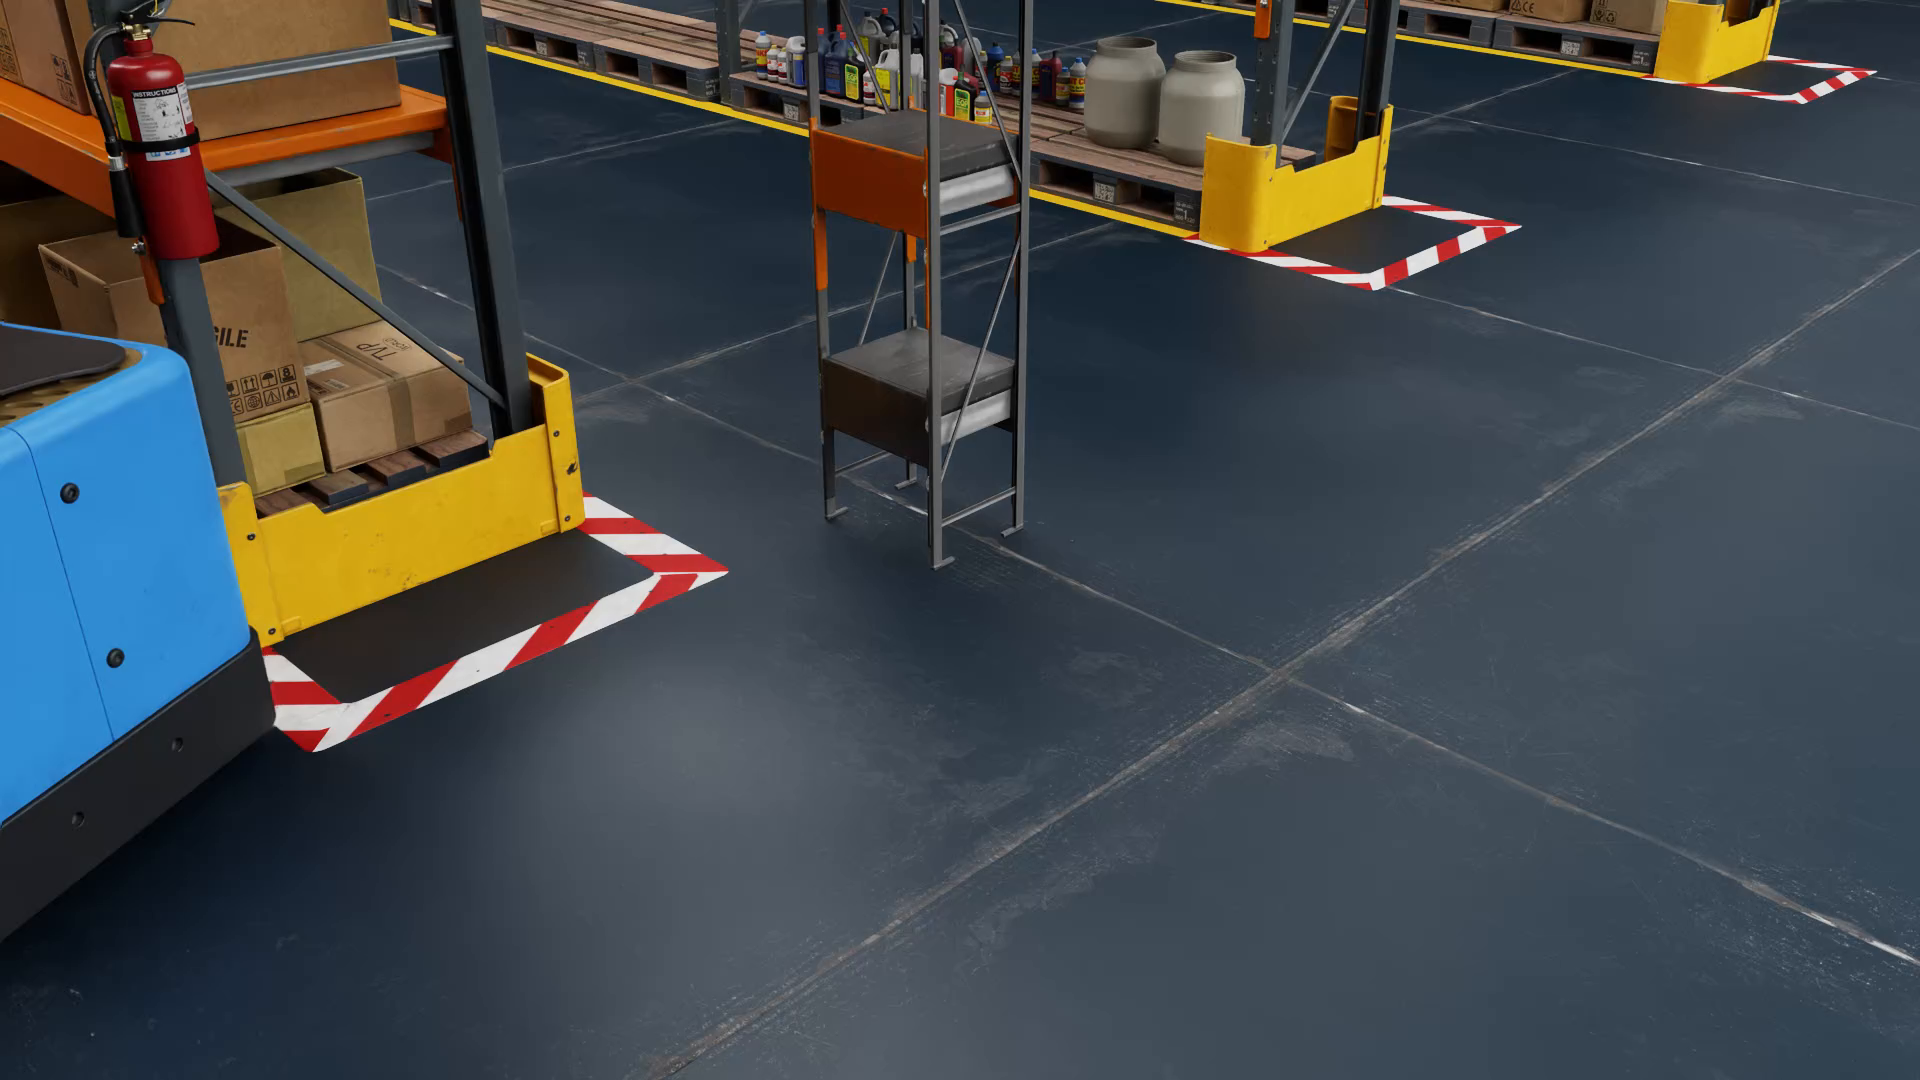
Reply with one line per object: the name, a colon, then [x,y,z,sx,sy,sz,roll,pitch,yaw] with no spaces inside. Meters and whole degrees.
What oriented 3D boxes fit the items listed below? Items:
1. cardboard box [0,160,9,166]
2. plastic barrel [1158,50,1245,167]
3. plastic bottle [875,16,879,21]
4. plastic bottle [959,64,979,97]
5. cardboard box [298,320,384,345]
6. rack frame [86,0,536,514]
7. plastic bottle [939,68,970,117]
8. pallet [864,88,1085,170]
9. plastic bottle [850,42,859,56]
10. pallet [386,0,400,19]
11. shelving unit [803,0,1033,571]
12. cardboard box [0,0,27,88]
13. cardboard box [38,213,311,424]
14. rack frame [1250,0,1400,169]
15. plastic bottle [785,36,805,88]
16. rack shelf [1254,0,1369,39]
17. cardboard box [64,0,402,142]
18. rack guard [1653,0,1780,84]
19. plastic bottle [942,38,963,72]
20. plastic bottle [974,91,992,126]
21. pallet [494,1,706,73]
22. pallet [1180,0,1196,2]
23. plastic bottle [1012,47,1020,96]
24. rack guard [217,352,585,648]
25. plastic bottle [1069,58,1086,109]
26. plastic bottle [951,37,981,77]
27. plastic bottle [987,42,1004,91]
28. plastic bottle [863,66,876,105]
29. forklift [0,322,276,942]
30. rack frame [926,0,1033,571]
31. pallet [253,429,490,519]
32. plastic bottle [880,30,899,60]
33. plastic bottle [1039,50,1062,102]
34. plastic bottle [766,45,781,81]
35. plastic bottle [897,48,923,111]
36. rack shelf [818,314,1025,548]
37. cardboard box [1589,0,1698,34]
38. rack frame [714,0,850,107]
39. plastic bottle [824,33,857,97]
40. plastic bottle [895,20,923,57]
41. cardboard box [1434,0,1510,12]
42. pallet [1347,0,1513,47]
cardboard box: [-3.403,-1.124,5.862,0.500,0.500,0.500,25,36,38]
plastic barrel: [1.219,-2.179,8.392,0.421,0.512,0.421,0,28,0]
plastic bottle: [-0.536,-3.155,10.472,0.061,0.283,0.133,-23,36,-37]
plastic bottle: [0.039,-2.477,9.185,0.133,0.283,0.061,25,36,38]
cardboard box: [-2.319,-0.641,5.750,0.500,0.250,0.500,25,36,38]
rack frame: [-1.733,-1.262,4.427,0.127,3.000,1.000,25,36,38]
plastic bottle: [-0.035,-2.439,9.119,0.135,0.276,0.152,25,37,39]
pallet: [0.214,-2.344,9.481,1.213,0.211,1.003,25,36,38]
plastic bottle: [-0.637,-2.788,9.789,0.097,0.271,0.097,0,28,0]
pallet: [-4.554,-4.524,13.627,1.213,0.211,1.003,25,36,38]
shelving unit: [-0.118,-0.983,4.864,0.503,2.100,0.431,25,36,38]
cardboard box: [-2.785,-1.796,5.336,0.500,0.500,0.700,25,37,39]
cardboard box: [-2.324,-0.639,4.939,0.500,0.500,0.500,25,36,38]
rack frame: [1.742,-2.904,7.551,0.127,3.000,1.000,25,36,38]
plastic bottle: [-0.940,-2.853,9.906,0.152,0.276,0.135,-24,36,-37]
rack shelf: [0.316,-3.239,8.959,4.000,0.370,1.077,25,36,38]
cardboard box: [-2.057,-1.463,4.701,0.500,0.500,0.700,25,36,38]
rack guard: [5.161,-3.467,11.305,0.348,0.500,1.175,25,36,38]
plastic bottle: [-0.043,-2.830,9.854,0.133,0.283,0.061,25,36,38]
plastic bottle: [0.125,-2.314,8.962,0.097,0.201,0.097,0,28,0]
pallet: [-2.571,-3.617,11.902,1.213,0.211,1.003,25,36,38]
pallet: [1.806,-4.873,14.290,1.213,0.211,1.003,25,36,38]
plastic bottle: [0.352,-2.731,9.680,0.097,0.271,0.097,0,28,0]
rack guard: [-1.716,-0.148,4.993,0.348,0.500,1.175,25,36,38]
plastic bottle: [0.668,-2.587,9.405,0.097,0.271,0.097,0,28,0]
plastic bottle: [0.032,-2.862,9.924,0.152,0.276,0.135,-25,36,-38]
plastic bottle: [0.208,-2.797,9.805,0.097,0.271,0.097,0,28,0]
plastic bottle: [-0.505,-2.603,9.511,0.097,0.201,0.097,0,28,0]
forklift: [-3.310,-0.800,3.622,3.031,2.935,1.130,9,29,17]
rack frame: [0.056,-0.904,4.713,0.015,2.100,0.400,25,36,38]
pallet: [-2.308,-0.263,5.524,1.213,0.211,1.003,25,36,38]
plastic bottle: [-0.398,-2.964,10.118,0.135,0.276,0.152,25,36,38]
plastic bottle: [0.519,-2.672,9.554,0.061,0.283,0.133,-25,36,-38]
plastic bottle: [-1.118,-2.883,10.044,0.097,0.201,0.097,0,28,0]
plastic bottle: [-0.255,-2.570,9.288,0.144,0.351,0.185,-24,36,-37]
rack shelf: [-0.118,-0.352,5.196,0.480,0.518,0.431,25,36,38]
cardboard box: [4.781,-3.837,11.559,0.500,0.500,0.500,-18,33,-30]
rack frame: [-1.110,-4.210,10.033,0.127,3.000,1.000,25,36,38]
plastic bottle: [-0.691,-2.769,9.667,0.185,0.351,0.144,23,35,36]
plastic bottle: [-0.312,-3.055,10.210,0.185,0.351,0.144,22,35,36]
cardboard box: [3.898,-4.231,12.308,0.500,0.500,0.500,-21,34,-35]
pallet: [3.740,-4.014,12.656,1.213,0.211,1.003,25,36,38]
